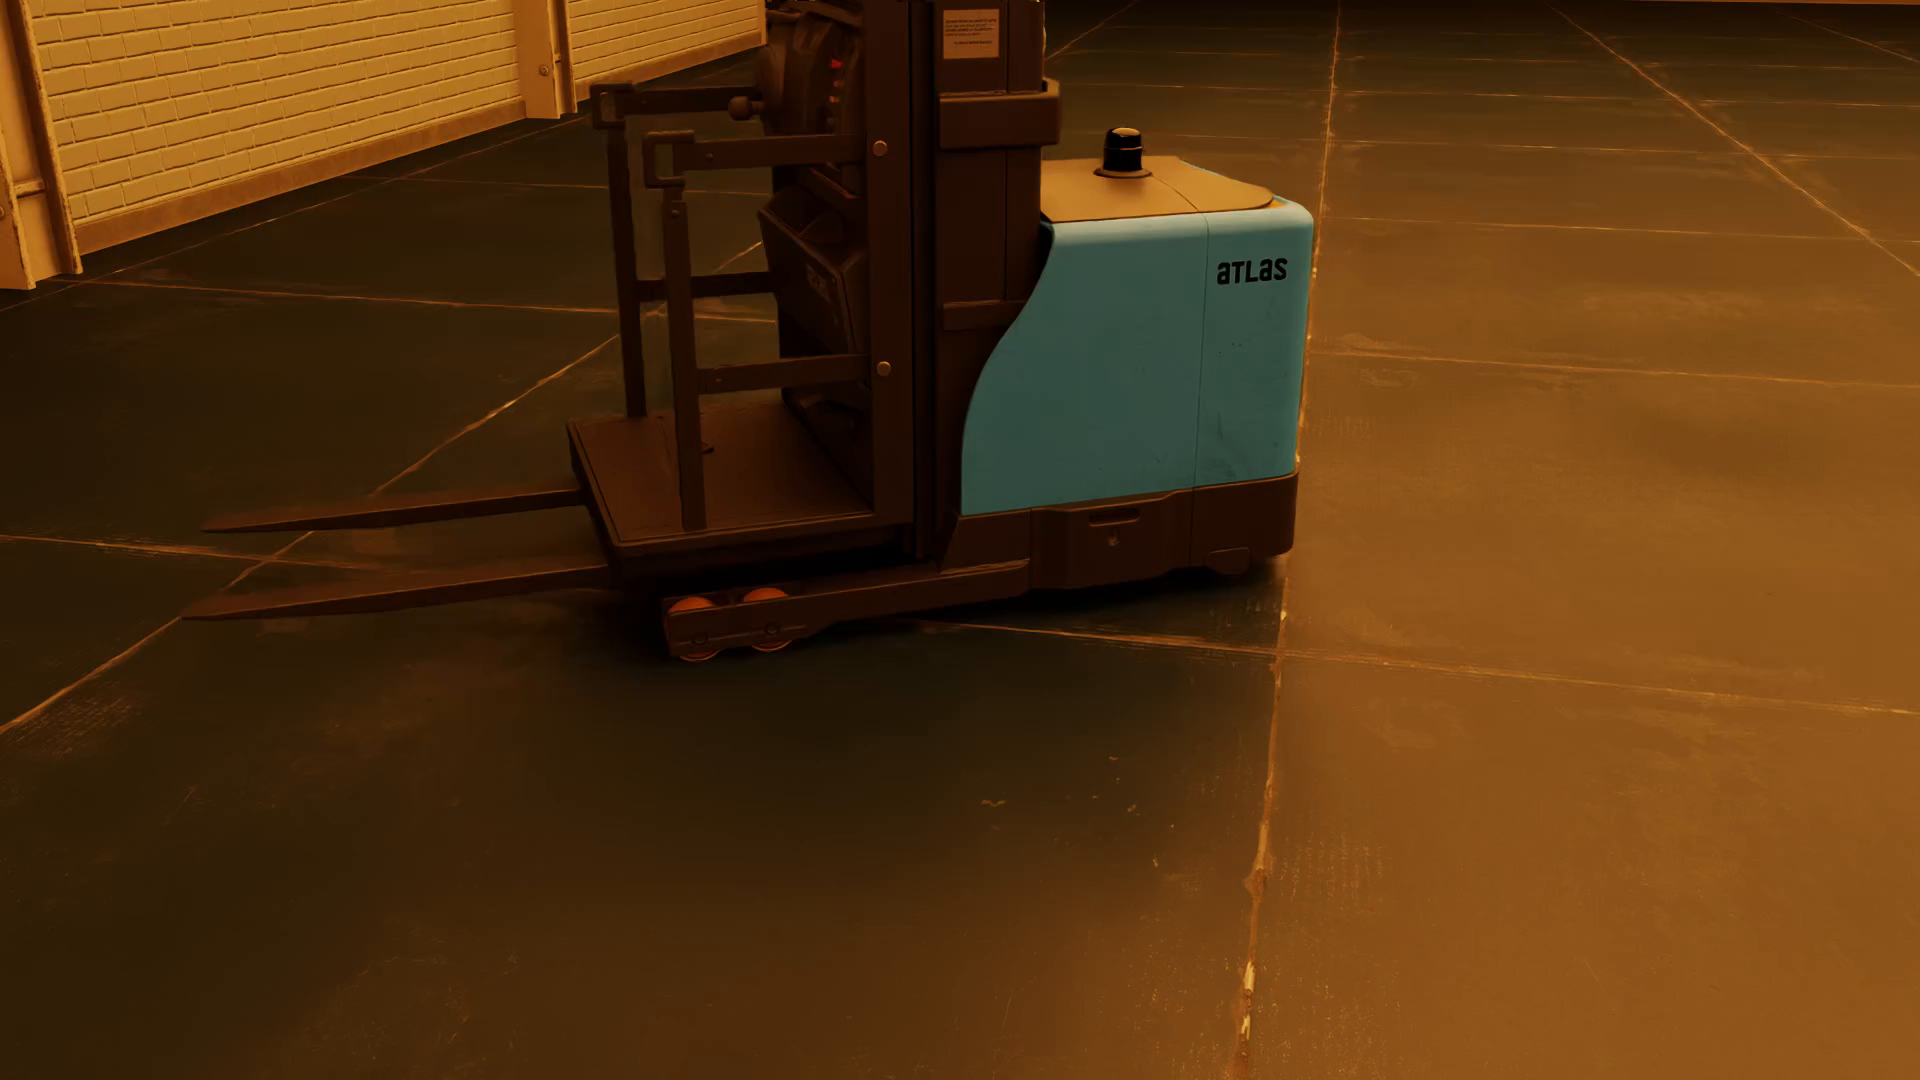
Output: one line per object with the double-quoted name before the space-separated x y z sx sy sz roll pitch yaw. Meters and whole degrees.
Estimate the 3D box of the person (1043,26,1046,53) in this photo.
"person" 0.185 -2.380 8.756 0.511 1.601 0.467 -9 24 -22

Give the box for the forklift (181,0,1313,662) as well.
"forklift" -0.588 -1.261 4.360 3.031 2.935 1.130 -7 23 -17
